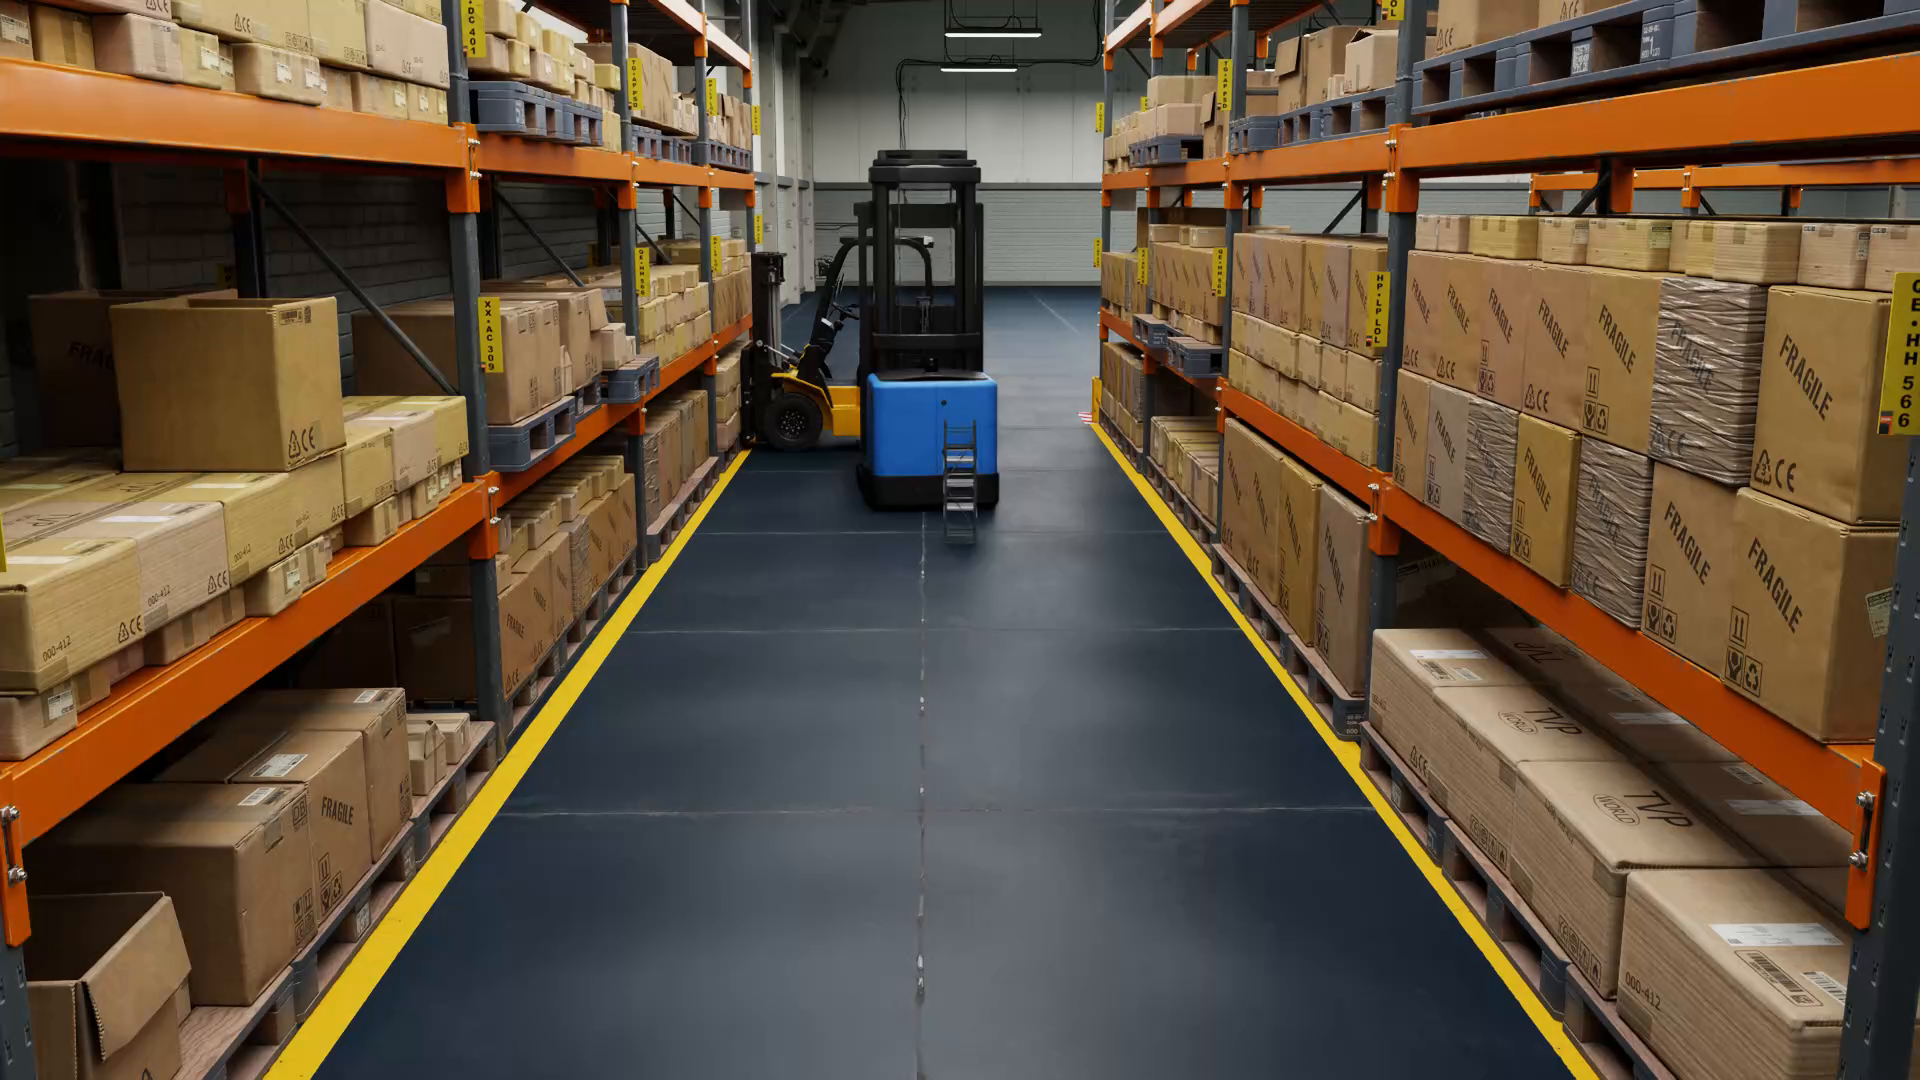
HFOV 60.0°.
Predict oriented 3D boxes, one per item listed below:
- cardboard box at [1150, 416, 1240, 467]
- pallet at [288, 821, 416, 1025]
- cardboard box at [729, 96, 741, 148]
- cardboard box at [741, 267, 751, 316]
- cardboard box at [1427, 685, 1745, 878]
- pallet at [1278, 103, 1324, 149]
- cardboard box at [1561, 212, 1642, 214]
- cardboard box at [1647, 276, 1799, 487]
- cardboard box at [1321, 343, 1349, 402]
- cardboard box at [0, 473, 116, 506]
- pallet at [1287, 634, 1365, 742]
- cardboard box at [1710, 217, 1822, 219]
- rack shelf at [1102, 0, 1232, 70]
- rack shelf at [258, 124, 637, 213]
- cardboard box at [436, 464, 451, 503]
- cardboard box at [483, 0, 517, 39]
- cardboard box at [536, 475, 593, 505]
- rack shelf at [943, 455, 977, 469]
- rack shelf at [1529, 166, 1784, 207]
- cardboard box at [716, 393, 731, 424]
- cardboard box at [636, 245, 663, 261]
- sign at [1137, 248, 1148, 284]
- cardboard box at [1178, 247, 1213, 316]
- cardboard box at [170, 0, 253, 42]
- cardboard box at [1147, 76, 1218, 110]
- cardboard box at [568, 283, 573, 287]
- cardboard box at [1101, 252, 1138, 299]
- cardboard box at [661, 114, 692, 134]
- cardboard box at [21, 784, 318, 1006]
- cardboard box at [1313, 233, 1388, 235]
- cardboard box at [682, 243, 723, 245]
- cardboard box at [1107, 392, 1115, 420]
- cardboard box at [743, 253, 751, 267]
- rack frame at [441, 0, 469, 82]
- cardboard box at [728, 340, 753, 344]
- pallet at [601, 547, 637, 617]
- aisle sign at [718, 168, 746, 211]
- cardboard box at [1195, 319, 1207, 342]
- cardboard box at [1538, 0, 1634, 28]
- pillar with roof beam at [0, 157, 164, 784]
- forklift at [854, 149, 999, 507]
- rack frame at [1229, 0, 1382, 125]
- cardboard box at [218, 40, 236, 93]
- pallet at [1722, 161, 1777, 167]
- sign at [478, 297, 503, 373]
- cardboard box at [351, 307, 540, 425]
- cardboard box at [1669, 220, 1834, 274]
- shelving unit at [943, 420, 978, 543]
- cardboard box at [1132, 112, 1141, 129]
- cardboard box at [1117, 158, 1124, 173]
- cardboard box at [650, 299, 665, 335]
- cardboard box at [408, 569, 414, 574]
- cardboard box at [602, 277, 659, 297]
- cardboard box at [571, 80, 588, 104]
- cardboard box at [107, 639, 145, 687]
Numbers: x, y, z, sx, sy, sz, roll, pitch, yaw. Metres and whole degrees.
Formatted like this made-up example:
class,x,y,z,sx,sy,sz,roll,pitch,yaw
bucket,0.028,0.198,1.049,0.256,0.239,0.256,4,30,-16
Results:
class,x,y,z,sx,sy,sz,roll,pitch,yaw
cardboard box,2.223,-0.889,14.947,0.950,0.372,0.625,0,11,0
pallet,-2.546,1.283,5.705,1.003,0.211,1.213,0,11,-1
cardboard box,-2.662,-4.332,17.263,0.700,0.500,0.500,0,11,-1
cardboard box,-2.562,-2.698,18.061,0.500,0.500,0.500,0,11,1
cardboard box,2.300,0.869,6.121,0.875,0.438,0.875,-1,11,-3
pallet,2.385,-2.307,9.317,1.003,0.211,1.213,0,11,1
cardboard box,7.146,-3.330,18.337,0.875,0.550,0.550,0,11,-1
cardboard box,2.169,-0.427,4.353,0.500,0.500,0.500,0,11,-1
cardboard box,2.105,-0.842,8.285,0.500,0.250,0.500,0,11,0
cardboard box,-2.795,-0.032,4.801,0.500,0.250,0.500,0,11,1
pallet,2.284,0.729,8.435,1.003,0.211,1.213,0,11,-1
cardboard box,2.683,-0.978,5.439,0.380,0.149,0.250,0,11,-1
rack shelf,2.168,-5.058,16.677,1.077,0.370,4.000,0,11,-1
rack shelf,-2.629,-1.978,9.032,1.077,0.370,4.000,0,11,-1
cardboard box,-2.302,-0.226,6.762,0.380,0.149,0.250,0,11,0
cardboard box,-2.155,-2.272,7.246,0.380,0.149,0.250,0,11,0
cardboard box,-2.449,-0.301,10.096,0.380,0.149,0.250,0,11,1
rack shelf,0.000,-0.583,12.433,0.258,0.077,0.200,0,11,-1
rack shelf,7.115,-3.630,17.174,1.077,0.370,4.000,0,11,-1
cardboard box,-2.454,-1.254,15.800,0.500,0.250,0.500,0,11,-1
cardboard box,-3.044,-2.731,15.846,0.380,0.149,0.250,0,11,-2
sign,1.667,-2.495,15.137,0.100,0.325,0.005,0,11,-1
cardboard box,1.972,-1.973,12.682,0.500,0.500,0.500,-1,12,-5
cardboard box,-2.270,-1.503,4.506,0.500,0.250,0.500,-1,11,-3
cardboard box,1.841,-3.705,13.798,0.500,0.250,0.500,0,11,-2
cardboard box,-2.879,-1.689,11.458,0.380,0.149,0.250,0,11,1
cardboard box,1.859,-2.969,18.652,0.500,0.500,0.500,0,11,-2
cardboard box,-2.427,-3.438,13.741,0.380,0.149,0.250,0,11,-1
cardboard box,-2.402,1.059,5.026,0.700,0.500,0.500,0,11,1
cardboard box,2.564,-1.717,10.712,0.500,0.500,0.500,-1,11,-3
cardboard box,-2.569,-2.887,16.612,0.380,0.149,0.250,0,11,-1
cardboard box,1.870,-1.465,18.096,0.500,0.250,0.500,0,11,1
cardboard box,-2.513,-3.097,18.398,0.380,0.149,0.250,0,11,0
rack frame,-2.588,-3.403,6.702,1.000,3.000,0.127,0,11,-1
cardboard box,-2.514,-2.107,18.744,0.500,0.250,0.500,0,11,1
pallet,-2.693,0.257,10.763,1.003,0.211,1.213,0,11,-1
aisle sign,-2.543,-4.137,18.869,0.394,0.787,0.004,0,11,-1
cardboard box,1.922,-1.529,12.129,0.380,0.149,0.250,0,11,-2
cardboard box,2.435,-1.992,5.722,0.797,0.503,0.637,1,11,3
pillar with roof beam,0.830,-3.279,6.089,9.100,9.000,0.400,0,11,-1
forklift,-0.369,-1.959,14.845,1.130,2.935,3.031,-1,12,-7
rack frame,2.292,-4.220,10.726,1.000,3.000,0.127,0,11,-1
cardboard box,-2.281,-1.333,4.675,0.380,0.149,0.250,0,11,-2
pallet,7.225,-3.309,14.264,0.805,0.209,1.217,-1,11,-3
sign,-2.045,-0.891,7.231,0.100,0.325,0.005,0,11,-1
cardboard box,-2.374,-0.815,7.726,0.700,0.500,0.500,0,11,0
cardboard box,2.232,-0.821,4.662,0.380,0.149,0.250,0,11,-2
shelving unit,0.000,-0.439,12.462,0.258,0.900,0.210,0,11,-1
cardboard box,1.850,-4.029,15.957,0.380,0.149,0.250,0,11,1
cardboard box,1.840,-3.893,17.290,0.380,0.149,0.250,0,11,-1
cardboard box,-2.444,-1.619,12.114,0.500,0.250,0.500,0,11,1
cardboard box,-2.895,0.361,8.467,0.500,0.500,0.500,-1,11,-4
cardboard box,-2.473,-1.896,12.476,0.380,0.149,0.250,0,11,-1
cardboard box,-2.408,-2.628,9.798,0.380,0.149,0.250,0,11,-1
cardboard box,-2.329,0.286,4.237,0.380,0.149,0.250,0,11,-2
